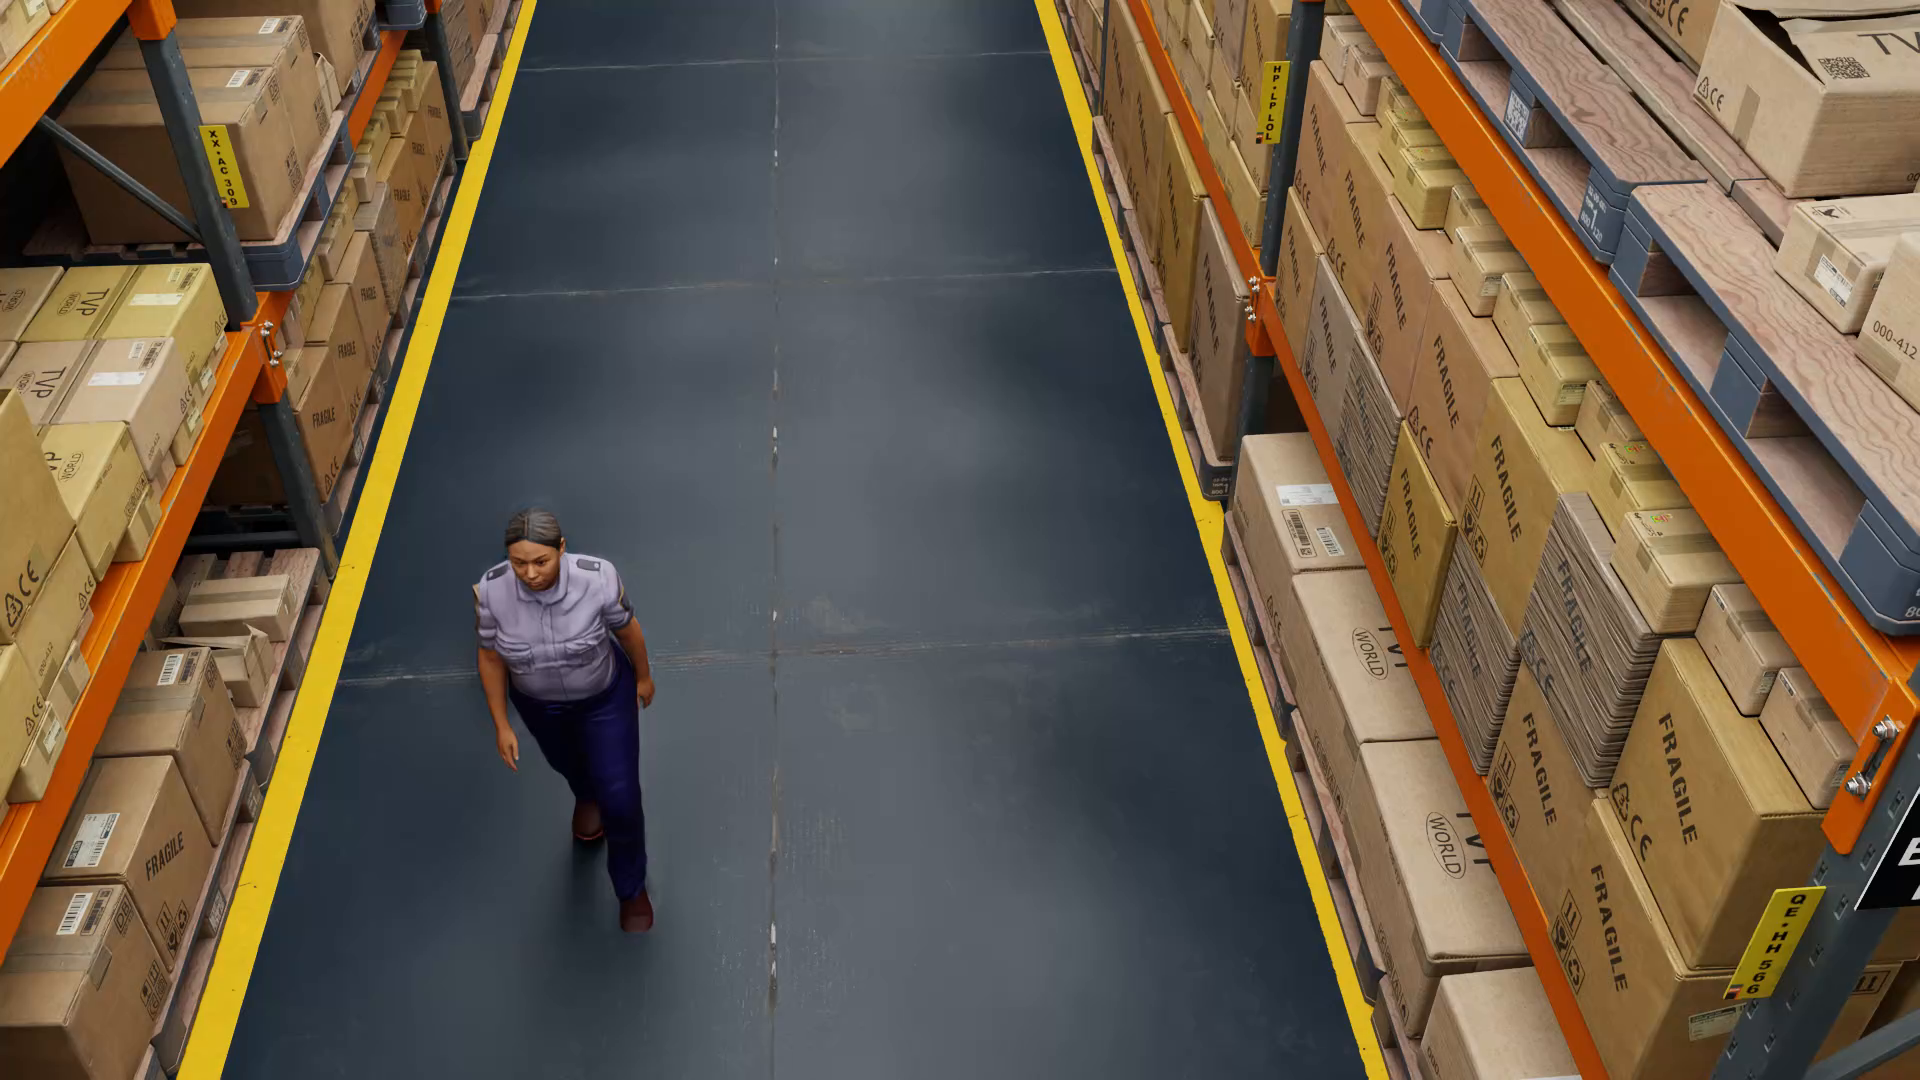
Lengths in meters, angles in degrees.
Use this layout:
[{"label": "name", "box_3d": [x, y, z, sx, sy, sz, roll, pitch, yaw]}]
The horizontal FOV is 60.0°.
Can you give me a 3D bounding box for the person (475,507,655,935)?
[{"label": "person", "box_3d": [-1.287, 0.555, 5.535, 0.509, 1.709, 0.709, -1, 39, -1]}]
